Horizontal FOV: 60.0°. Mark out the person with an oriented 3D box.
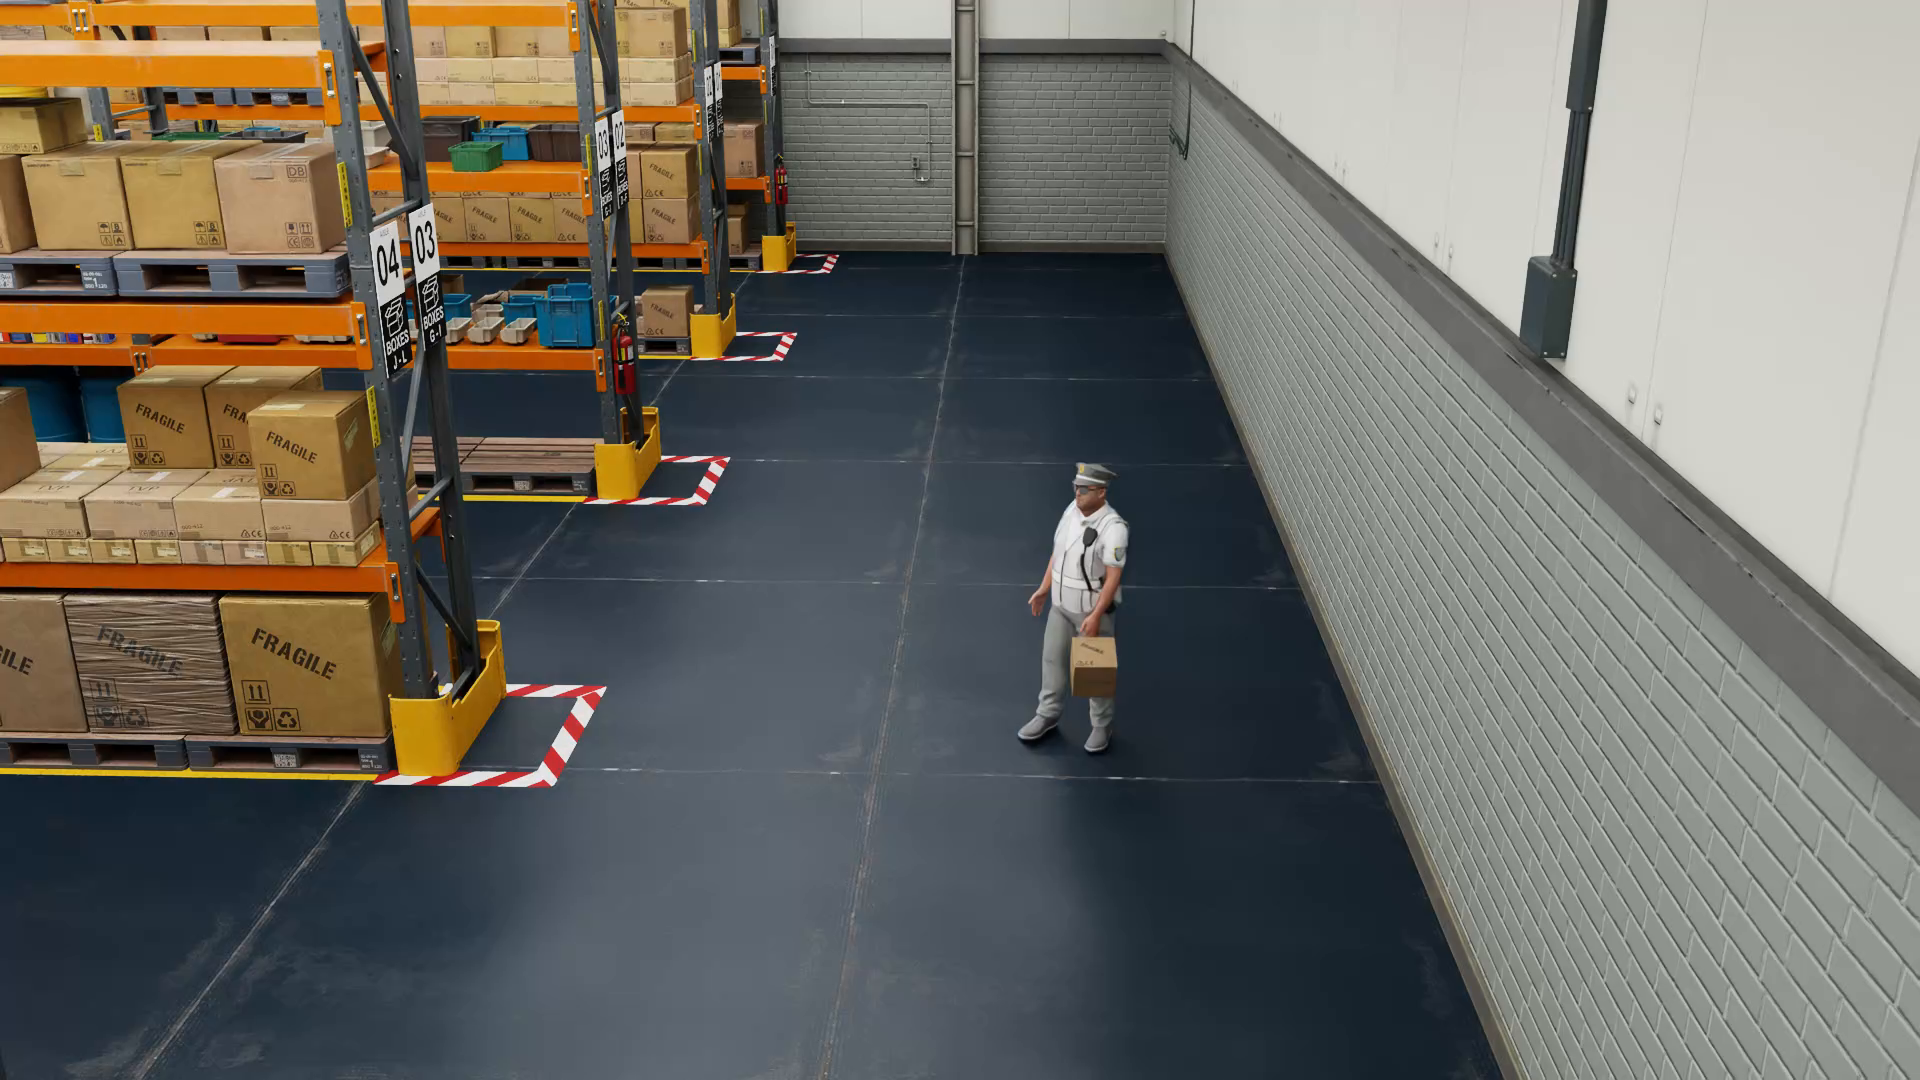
[{"bbox_3d":[0.690,0.393,9.948,0.551,1.778,0.576,-16,26,-36],"label":"person"}]
